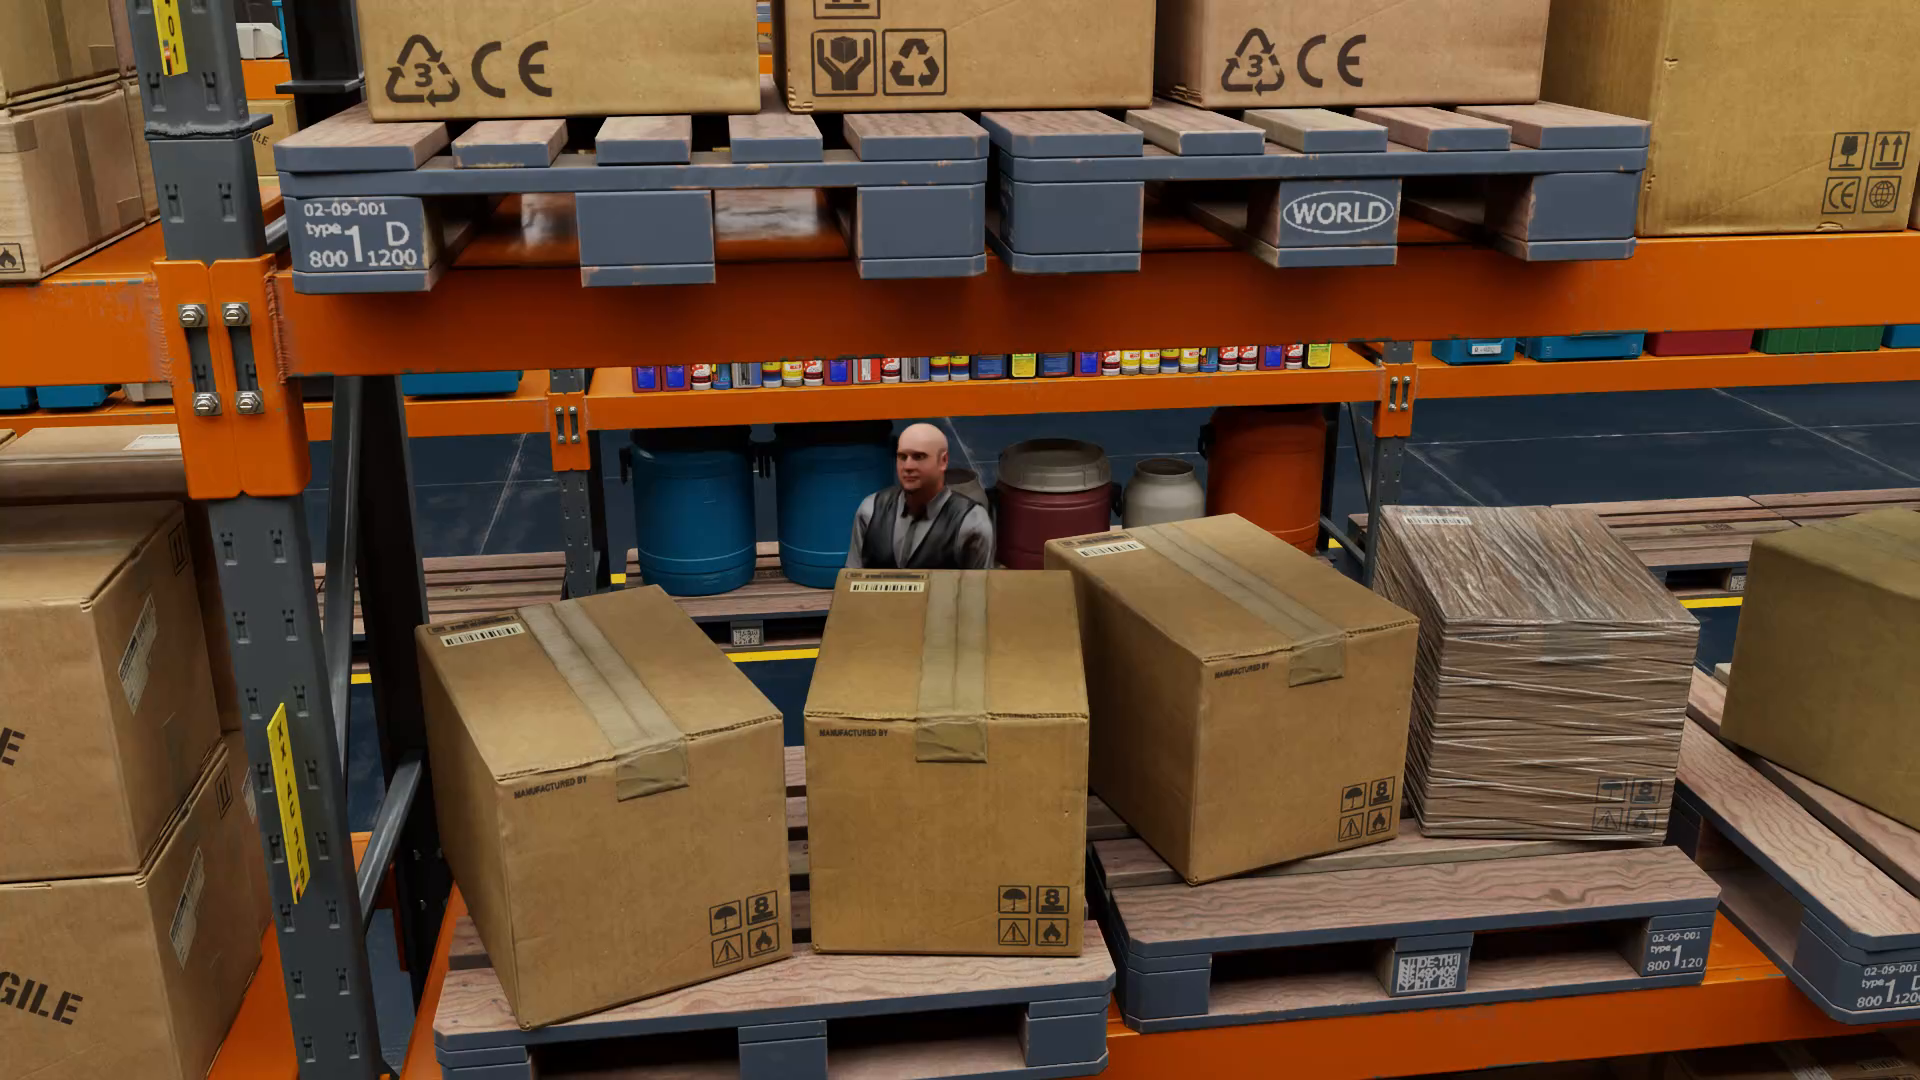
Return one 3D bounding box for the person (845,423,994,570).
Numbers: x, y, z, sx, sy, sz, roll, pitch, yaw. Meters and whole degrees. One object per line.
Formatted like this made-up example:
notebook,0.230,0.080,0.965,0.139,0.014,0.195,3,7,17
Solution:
person,-0.175,0.452,5.850,0.582,1.724,0.567,6,21,16
